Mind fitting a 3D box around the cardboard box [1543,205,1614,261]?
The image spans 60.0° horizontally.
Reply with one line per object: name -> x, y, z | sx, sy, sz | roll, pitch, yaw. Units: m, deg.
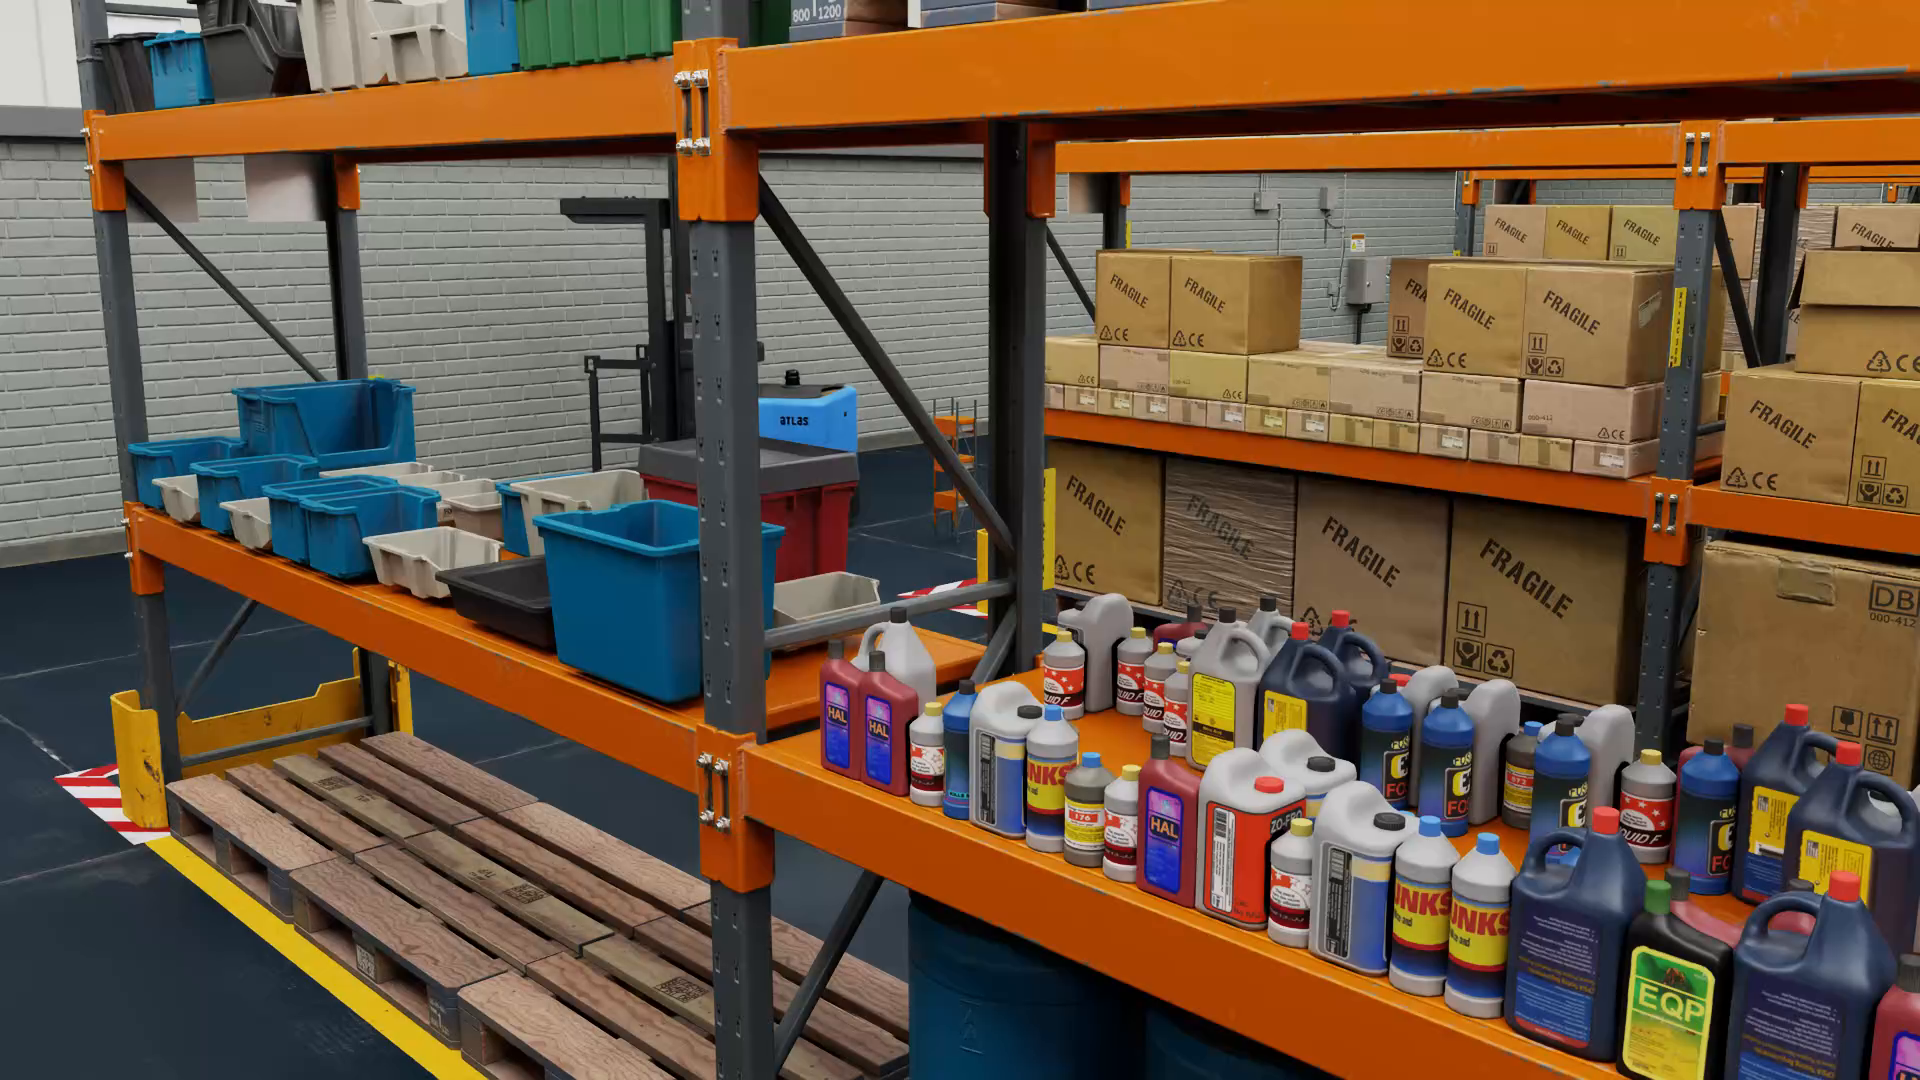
cardboard box -> 4.765, -2.272, 12.544 | 0.500, 0.500, 0.500 | -10, 15, -41

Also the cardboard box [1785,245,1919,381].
cardboard box -> 3.846, -0.951, 6.861 | 0.637, 0.503, 0.797 | 11, 16, 44

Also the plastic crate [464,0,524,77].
plastic crate -> -1.043, -1.288, 4.213 | 0.416, 0.233, 0.300 | -11, 16, -43

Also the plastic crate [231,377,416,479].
plastic crate -> -2.579, -0.420, 6.782 | 0.616, 0.435, 0.499 | -11, 16, -43

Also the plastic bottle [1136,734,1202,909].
plastic bottle -> 0.375, 0.487, 2.904 | 0.061, 0.283, 0.133 | -11, 16, -43

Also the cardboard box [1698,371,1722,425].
cardboard box -> 3.264, -0.680, 7.915 | 0.500, 0.250, 0.500 | -11, 16, -44

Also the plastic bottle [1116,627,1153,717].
plastic bottle -> 0.423, 0.310, 3.965 | 0.097, 0.201, 0.097 | 0, 12, 0

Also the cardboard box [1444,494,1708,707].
cardboard box -> 3.001, 0.224, 8.113 | 0.875, 0.875, 0.875 | -11, 16, -43

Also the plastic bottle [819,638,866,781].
plastic bottle -> -0.238, 0.357, 3.533 | 0.061, 0.283, 0.133 | -11, 16, -43

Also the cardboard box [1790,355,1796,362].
cardboard box -> 5.922, -1.212, 11.482 | 0.250, 0.149, 0.380 | 11, 16, 43

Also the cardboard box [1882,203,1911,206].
cardboard box -> 8.734, -3.042, 15.412 | 0.380, 0.149, 0.250 | -11, 16, -42

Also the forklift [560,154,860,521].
forklift -> -2.356, -1.550, 12.669 | 3.031, 2.935, 1.130 | 2, 12, 11

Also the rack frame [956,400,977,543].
rack frame -> 0.047, -0.504, 12.257 | 0.200, 1.050, 0.008 | -11, 16, -43

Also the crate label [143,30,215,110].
crate label -> -2.542, -1.613, 5.743 | 0.408, 0.251, 0.502 | -11, 16, -43

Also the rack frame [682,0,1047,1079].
rack frame -> -0.181, 0.187, 4.072 | 0.949, 2.616, 0.053 | -11, 16, -43

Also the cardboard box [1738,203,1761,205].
cardboard box -> 7.849, -3.234, 16.341 | 0.380, 0.149, 0.250 | -10, 16, -41

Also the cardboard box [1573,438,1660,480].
cardboard box -> 2.952, -0.379, 7.439 | 0.380, 0.149, 0.250 | -11, 16, -42

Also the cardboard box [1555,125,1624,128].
cardboard box -> 4.780, -2.980, 12.382 | 0.500, 0.250, 0.500 | -10, 15, -41

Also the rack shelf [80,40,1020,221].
rack shelf -> -1.564, -1.222, 5.256 | 1.077, 0.370, 4.000 | -11, 16, -43

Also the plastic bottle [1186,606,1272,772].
plastic bottle -> 0.584, 0.320, 3.547 | 0.144, 0.351, 0.185 | -11, 16, -43

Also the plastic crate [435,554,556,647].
plastic crate -> -1.150, 0.167, 4.702 | 0.437, 0.125, 0.590 | -11, 16, -43

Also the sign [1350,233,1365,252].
sign -> 5.330, -3.986, 22.278 | 0.339, 0.242, 0.001 | -11, 16, -43

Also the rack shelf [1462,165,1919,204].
rack shelf -> 5.675, -2.588, 11.889 | 1.077, 0.370, 4.000 | -11, 16, -43

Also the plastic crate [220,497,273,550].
plastic crate -> -2.383, -0.058, 5.762 | 0.250, 0.136, 0.298 | -11, 16, -43

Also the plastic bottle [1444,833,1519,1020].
plastic bottle -> 0.788, 0.575, 2.507 | 0.097, 0.271, 0.097 | 0, 12, 0

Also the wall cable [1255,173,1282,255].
wall cable -> 3.893, -3.800, 20.829 | 0.585, 1.953, 0.123 | -11, 16, -43

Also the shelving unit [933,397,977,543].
shelving unit -> -0.037, -0.522, 12.343 | 0.215, 1.050, 0.252 | -11, 16, -43

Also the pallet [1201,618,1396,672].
pallet -> 2.084, 0.563, 9.157 | 1.003, 0.211, 1.213 | -11, 16, -43

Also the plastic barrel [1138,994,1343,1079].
plastic barrel -> 0.669, 1.194, 3.340 | 0.600, 0.901, 0.708 | -11, 16, -43

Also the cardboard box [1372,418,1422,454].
cardboard box -> 2.241, -0.529, 8.168 | 0.380, 0.149, 0.250 | -11, 16, -42

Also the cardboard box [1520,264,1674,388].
cardboard box -> 2.888, -0.972, 7.474 | 0.500, 0.500, 0.500 | -10, 15, -41

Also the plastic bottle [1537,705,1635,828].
plastic bottle -> 1.177, 0.441, 3.146 | 0.152, 0.276, 0.135 | -11, 16, -43

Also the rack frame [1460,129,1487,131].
rack frame -> 4.294, -4.702, 12.931 | 1.000, 3.000, 0.127 | -11, 16, -43

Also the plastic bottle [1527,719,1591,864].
plastic bottle -> 1.099, 0.463, 3.049 | 0.097, 0.271, 0.097 | 0, 12, 0

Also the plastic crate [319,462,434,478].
plastic crate -> -2.251, -0.203, 6.468 | 0.396, 0.136, 0.243 | -11, 16, -43

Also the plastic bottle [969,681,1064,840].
plastic bottle -> 0.114, 0.422, 3.237 | 0.152, 0.276, 0.135 | -11, 16, -43

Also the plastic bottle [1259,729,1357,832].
plastic bottle -> 0.610, 0.483, 2.943 | 0.152, 0.276, 0.135 | -11, 16, -43

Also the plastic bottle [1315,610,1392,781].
plastic bottle -> 0.816, 0.327, 3.514 | 0.144, 0.351, 0.185 | -11, 16, -43

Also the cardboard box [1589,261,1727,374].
cardboard box -> 3.253, -1.048, 7.841 | 0.500, 0.500, 0.500 | -11, 16, -43

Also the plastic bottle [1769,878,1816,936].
plastic bottle -> 1.179, 0.615, 2.284 | 0.061, 0.283, 0.133 | -11, 16, -43

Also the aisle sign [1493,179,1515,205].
aisle sign -> 4.460, -3.089, 13.528 | 0.394, 0.787, 0.004 | -11, 16, -43

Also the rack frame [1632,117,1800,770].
rack frame -> 3.399, -0.503, 7.419 | 1.000, 3.000, 0.127 | -11, 16, -43

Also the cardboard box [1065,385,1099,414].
cardboard box -> 0.821, -0.829, 9.623 | 0.380, 0.149, 0.250 | -11, 16, -43

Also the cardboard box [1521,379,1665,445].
cardboard box -> 2.904, -0.603, 7.540 | 0.500, 0.250, 0.500 | -11, 16, -44

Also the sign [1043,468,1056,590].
sign -> 0.216, -0.025, 4.412 | 0.100, 0.325, 0.005 | -11, 16, -43

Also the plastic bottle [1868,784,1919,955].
plastic bottle -> 1.556, 0.521, 2.756 | 0.152, 0.276, 0.135 | -11, 16, -43

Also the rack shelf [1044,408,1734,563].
rack shelf -> 2.018, -0.443, 8.909 | 1.077, 0.370, 4.000 | -11, 16, -43

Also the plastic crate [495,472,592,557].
plastic crate -> -1.342, -0.080, 5.632 | 0.416, 0.233, 0.300 | -11, 16, -43

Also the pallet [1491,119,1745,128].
pallet -> 2.842, -2.050, 7.712 | 1.003, 0.211, 1.213 | -11, 16, -43

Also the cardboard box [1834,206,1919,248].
cardboard box -> 6.175, -1.969, 11.074 | 0.500, 0.500, 0.500 | 11, 16, 43

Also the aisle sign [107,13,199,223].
aisle sign -> -3.210, -1.639, 6.491 | 0.394, 0.787, 0.004 | -11, 16, -43

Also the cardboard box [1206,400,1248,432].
cardboard box -> 1.533, -0.679, 8.894 | 0.380, 0.149, 0.250 | -11, 16, -43

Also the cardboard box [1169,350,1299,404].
cardboard box -> 1.481, -0.903, 8.993 | 0.500, 0.250, 0.500 | 11, 16, 43

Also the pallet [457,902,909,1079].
pallet -> -0.719, 1.451, 4.845 | 1.003, 0.211, 1.213 | -11, 16, -43
